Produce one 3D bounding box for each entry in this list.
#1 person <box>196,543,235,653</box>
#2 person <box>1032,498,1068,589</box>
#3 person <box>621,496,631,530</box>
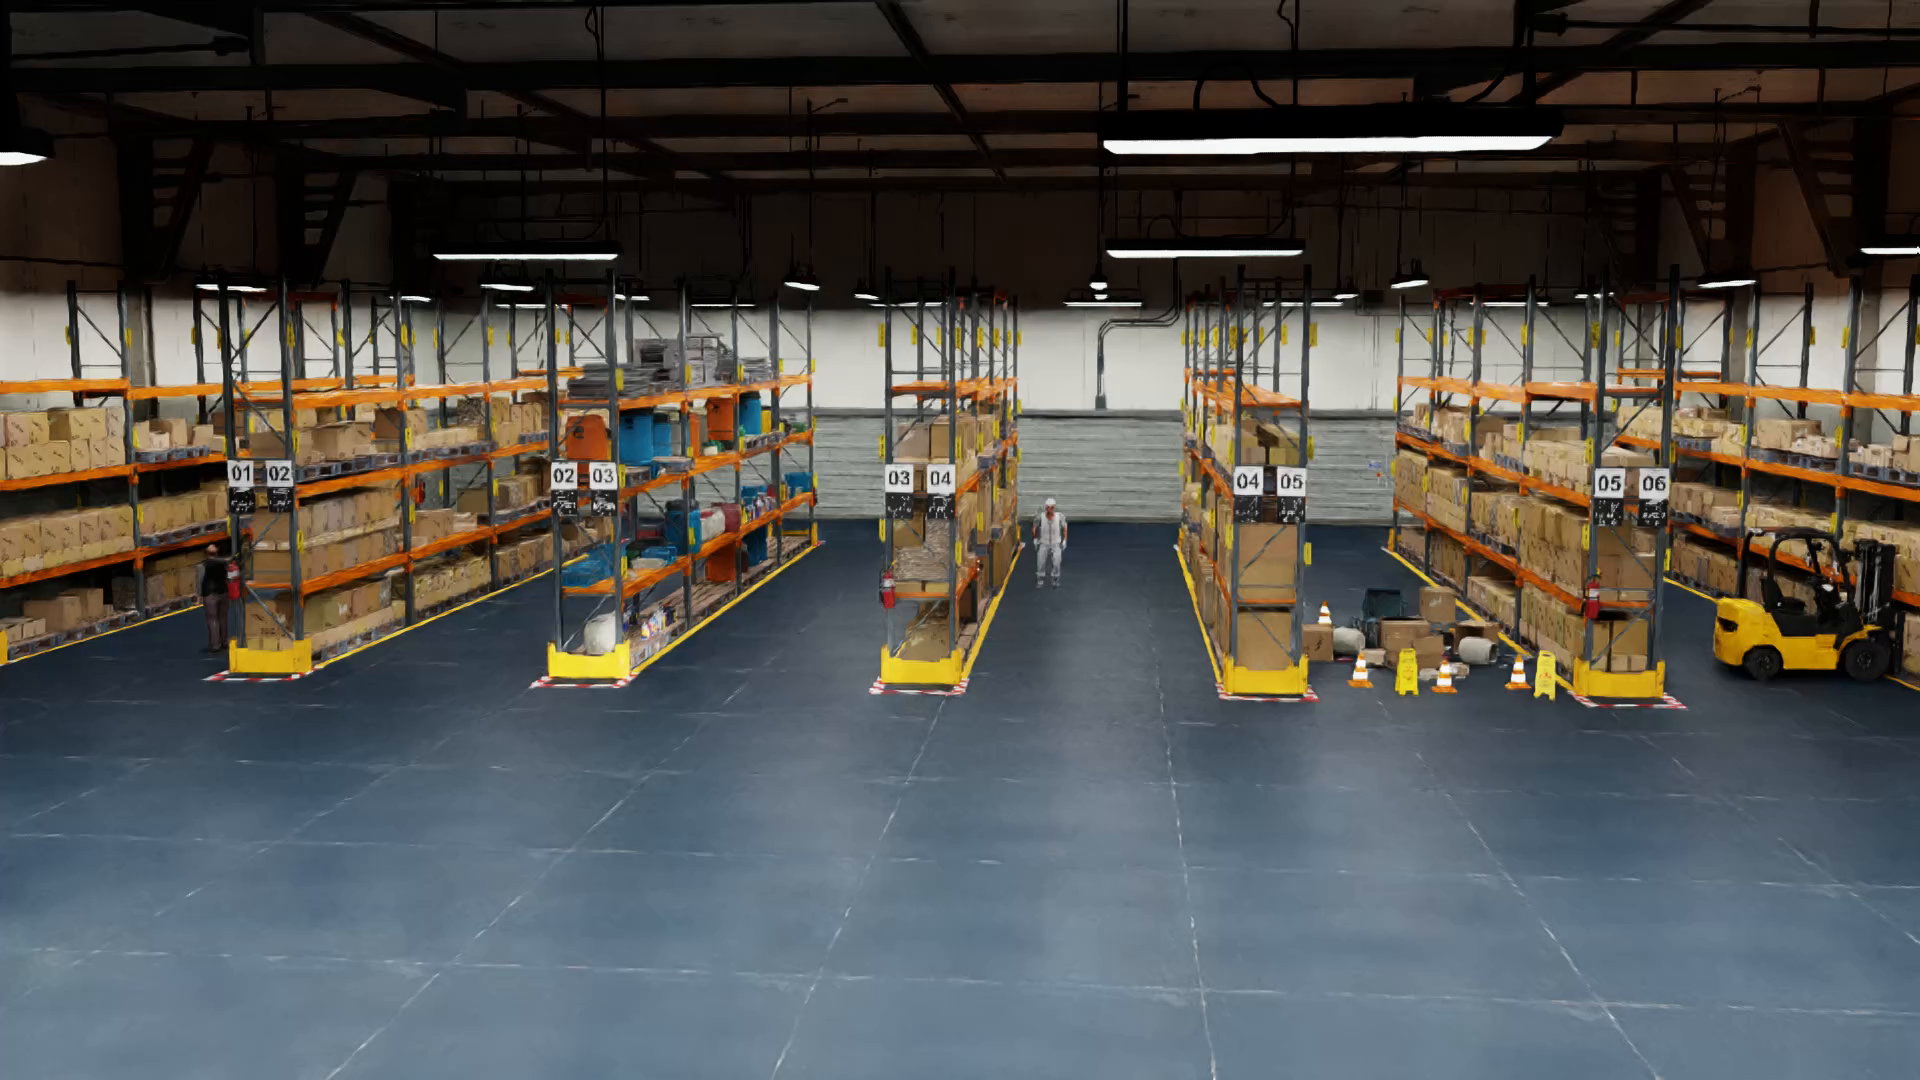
[{"bbox_3d":[-11.927,0.911,26.619,0.560,1.711,0.627,5,9,37],"label":"person"},{"bbox_3d":[1.684,0.067,31.249,0.677,1.729,0.550,0,7,4],"label":"person"},{"bbox_3d":[-8.552,-1.003,42.549,0.529,1.661,0.673,5,9,38],"label":"person"}]
